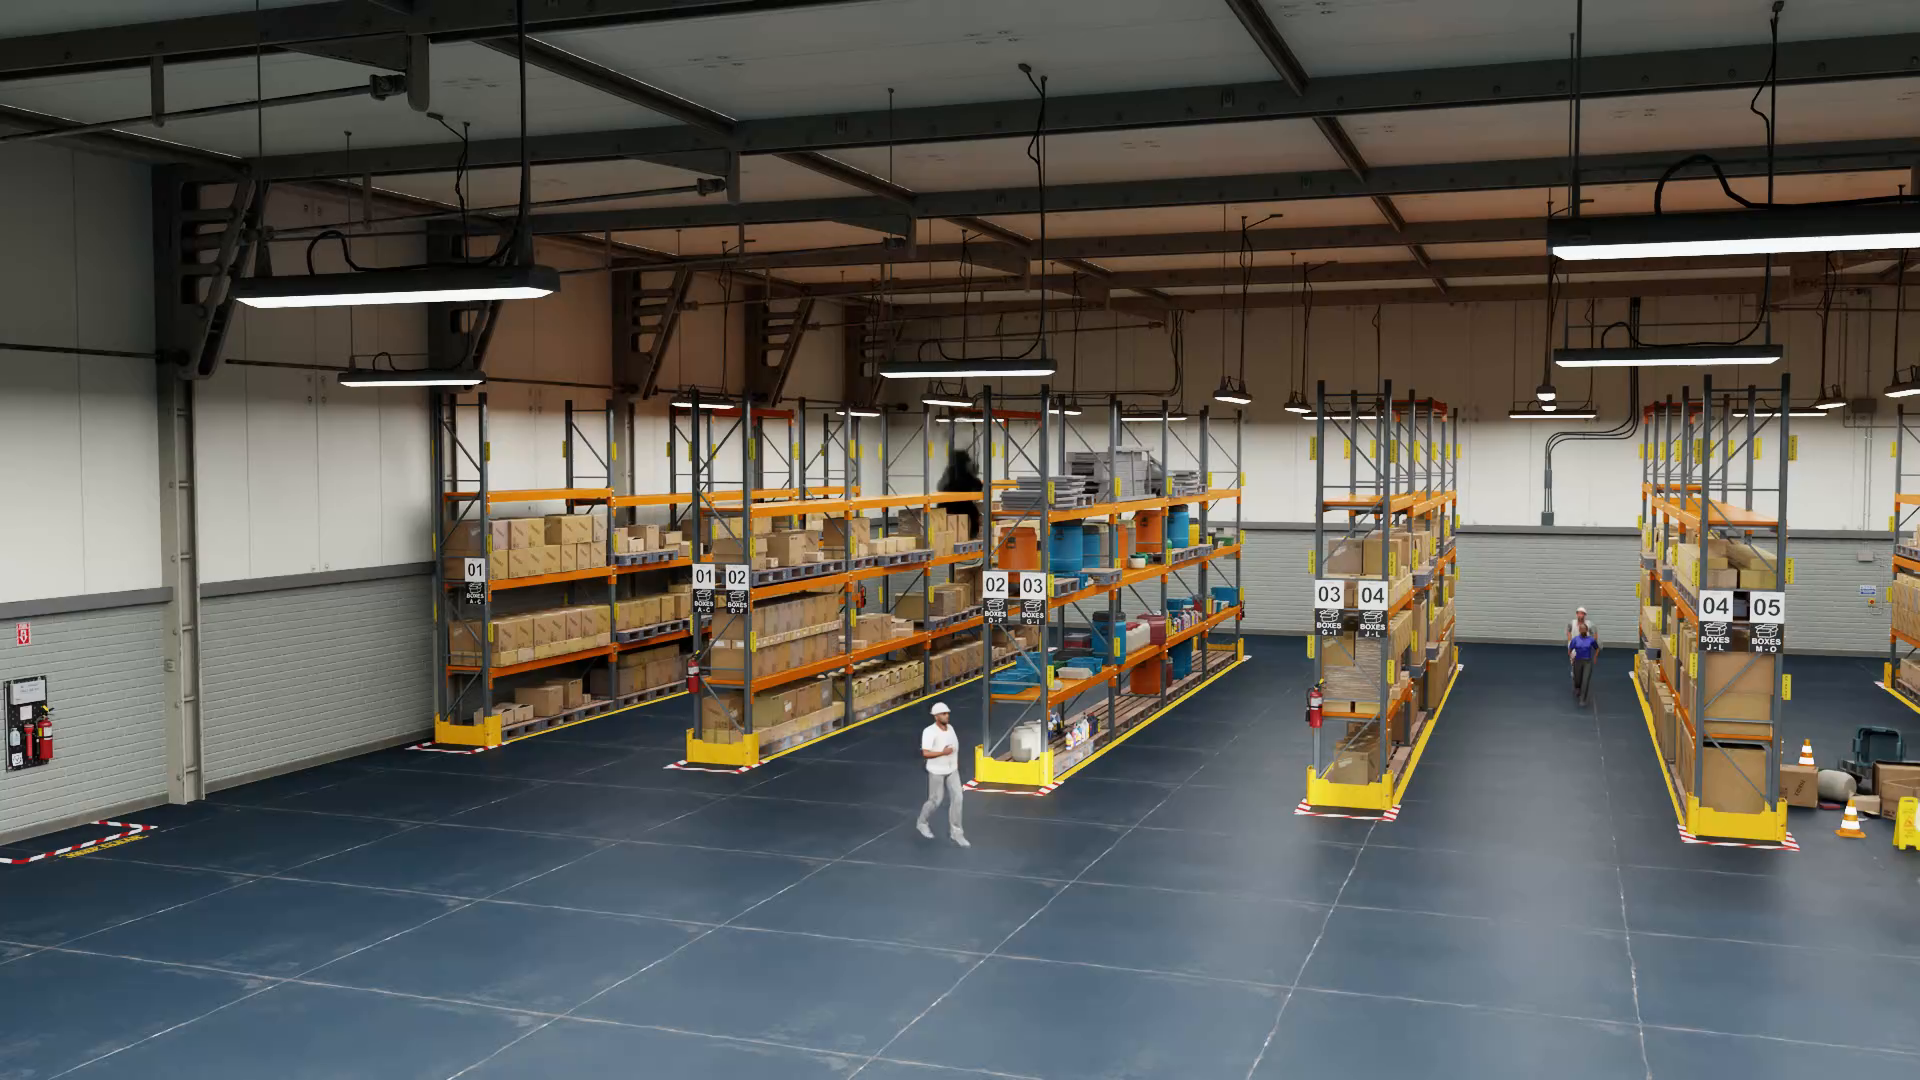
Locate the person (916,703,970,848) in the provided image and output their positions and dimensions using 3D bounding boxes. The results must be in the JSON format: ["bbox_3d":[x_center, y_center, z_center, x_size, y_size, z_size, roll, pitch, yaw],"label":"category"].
[{"bbox_3d":[-0.229,2.973,21.181,0.682,1.810,0.815,-3,4,-45],"label":"person"}]

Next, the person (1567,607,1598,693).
[{"bbox_3d":[12.864,2.291,34.426,0.620,1.806,0.709,1,3,24],"label":"person"}]

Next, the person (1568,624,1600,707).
[{"bbox_3d":[12.300,2.464,32.788,0.593,1.603,0.768,1,3,20],"label":"person"}]
